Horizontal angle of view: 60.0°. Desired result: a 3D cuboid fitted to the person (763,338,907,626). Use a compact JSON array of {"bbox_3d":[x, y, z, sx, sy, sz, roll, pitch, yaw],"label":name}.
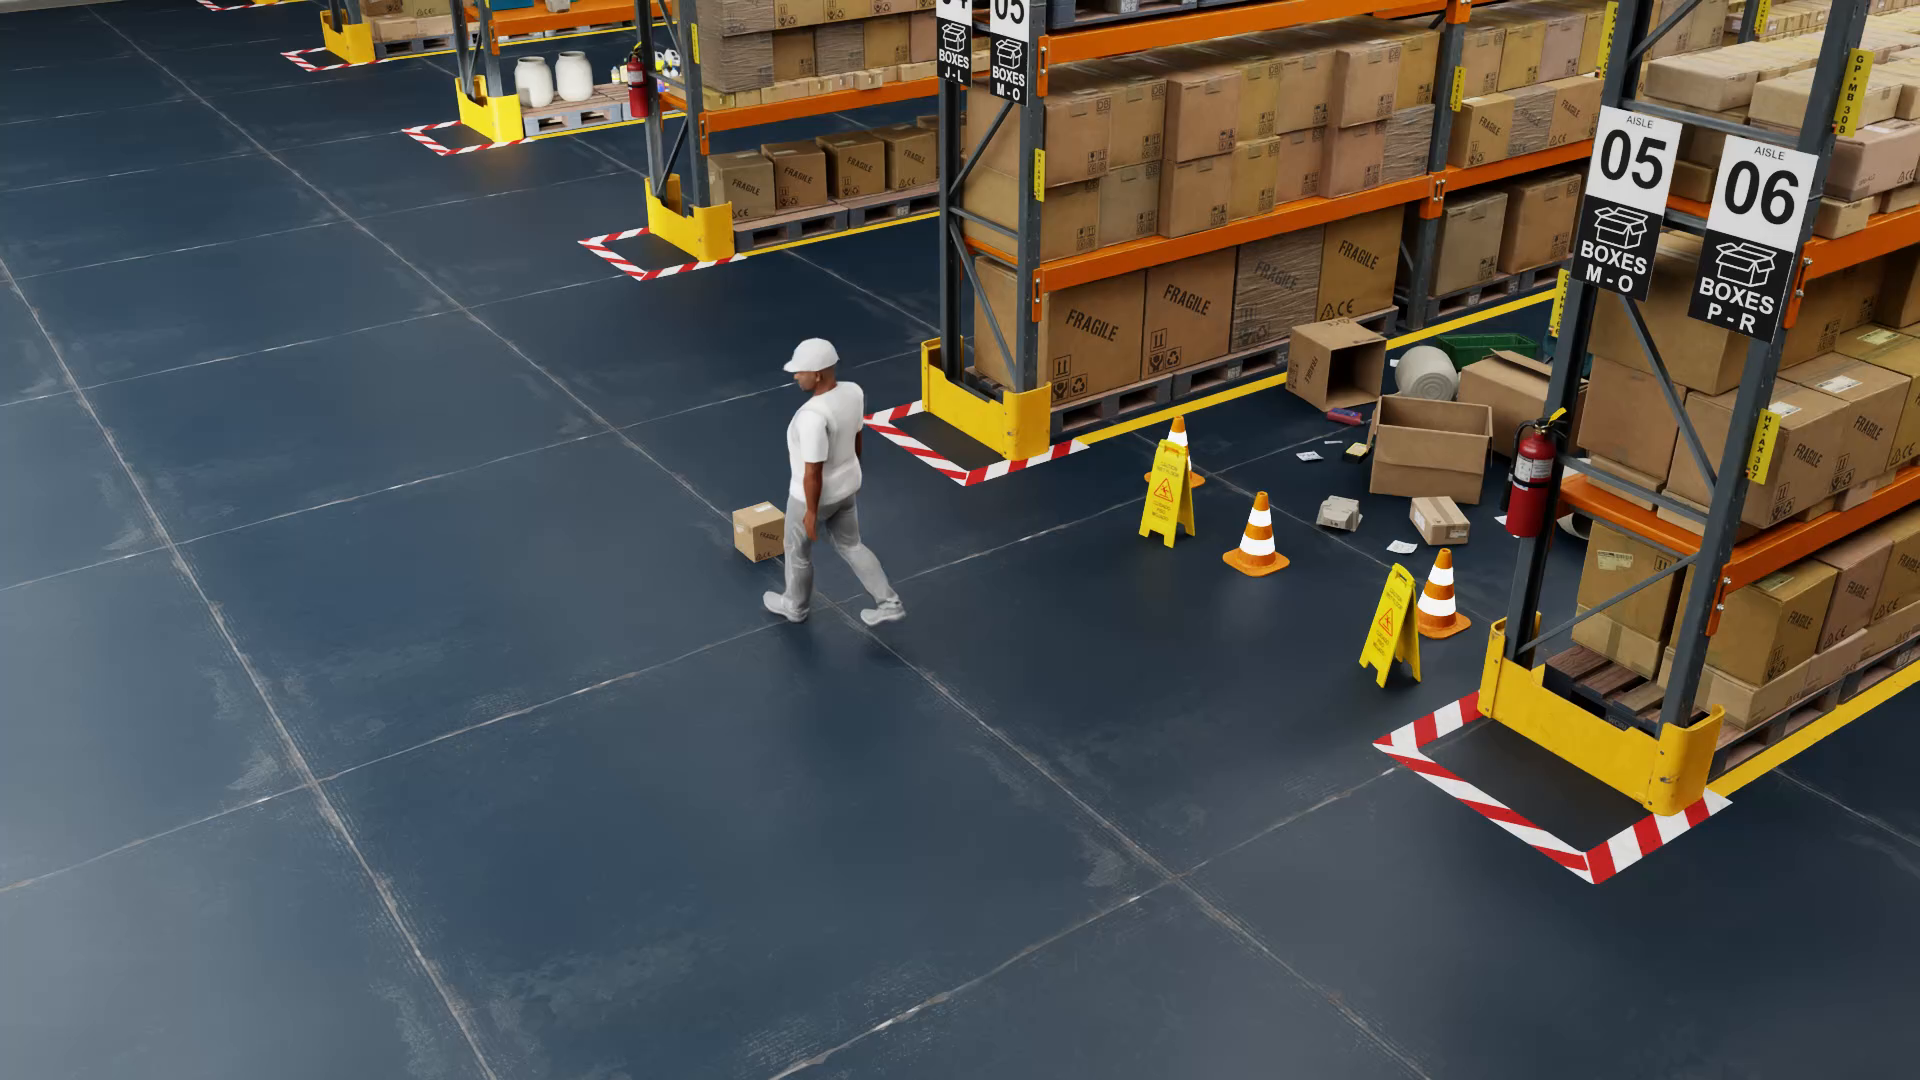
[{"bbox_3d":[-0.713,-0.290,9.139,0.927,1.748,0.606,19,34,30],"label":"person"}]
